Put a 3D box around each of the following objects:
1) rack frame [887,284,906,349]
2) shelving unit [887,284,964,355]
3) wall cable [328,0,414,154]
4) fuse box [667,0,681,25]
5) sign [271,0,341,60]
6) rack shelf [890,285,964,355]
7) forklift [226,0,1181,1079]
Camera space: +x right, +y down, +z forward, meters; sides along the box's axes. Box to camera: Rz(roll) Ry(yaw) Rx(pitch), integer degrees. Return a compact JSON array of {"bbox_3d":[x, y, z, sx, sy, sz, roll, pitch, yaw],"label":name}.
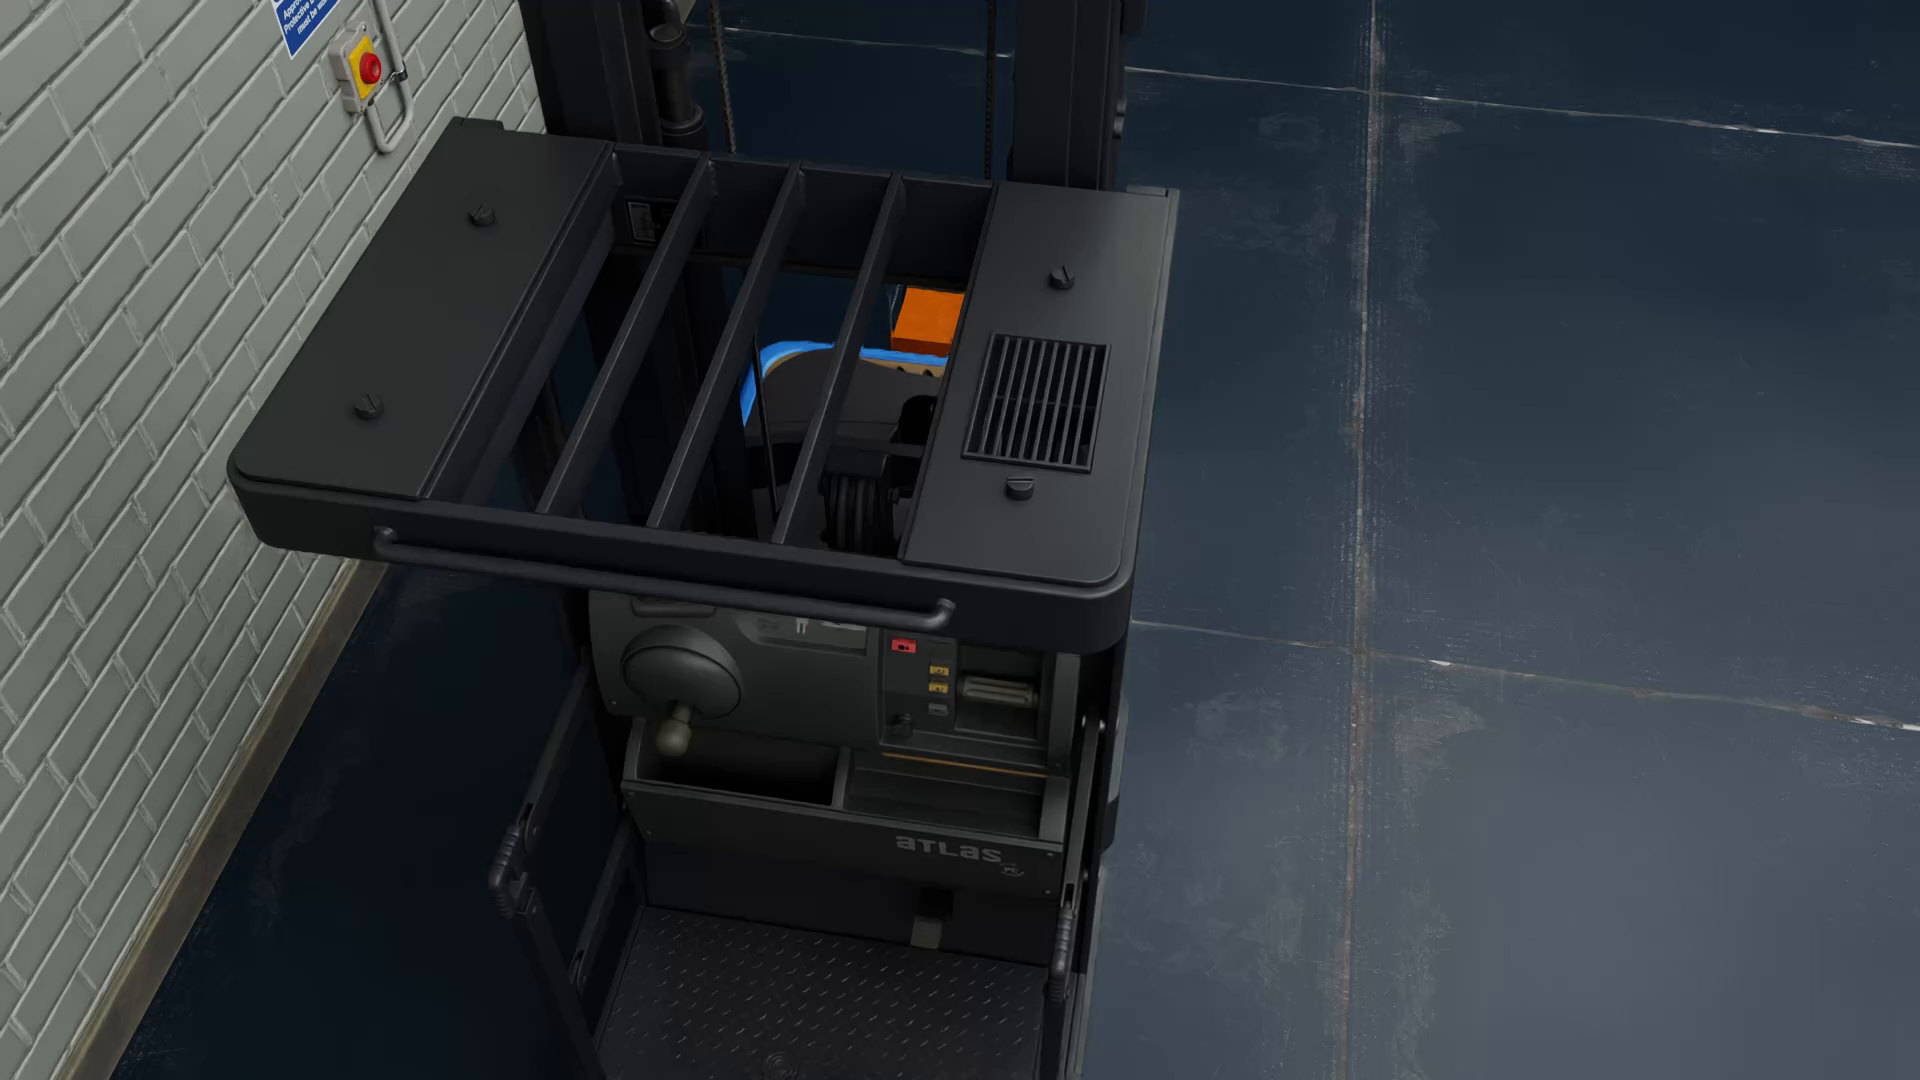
[{"bbox_3d":[-0.173,-0.374,4.880,0.008,1.050,0.200,8,49,7],"label":"rack frame"},{"bbox_3d":[-0.053,-0.358,4.866,0.252,1.050,0.215,8,49,7],"label":"shelving unit"},{"bbox_3d":[-1.638,-1.722,4.077,0.123,1.953,0.585,8,49,7],"label":"wall cable"},{"bbox_3d":[-1.120,-2.460,6.310,0.414,1.711,0.539,8,49,7],"label":"fuse box"},{"bbox_3d":[-1.706,-1.436,4.342,0.001,0.218,0.327,8,49,7],"label":"sign"},{"bbox_3d":[-0.053,-0.541,4.663,0.240,0.259,0.215,8,49,7],"label":"rack shelf"},{"bbox_3d":[-0.272,0.348,2.967,1.130,2.935,3.031,7,48,6],"label":"forklift"}]
